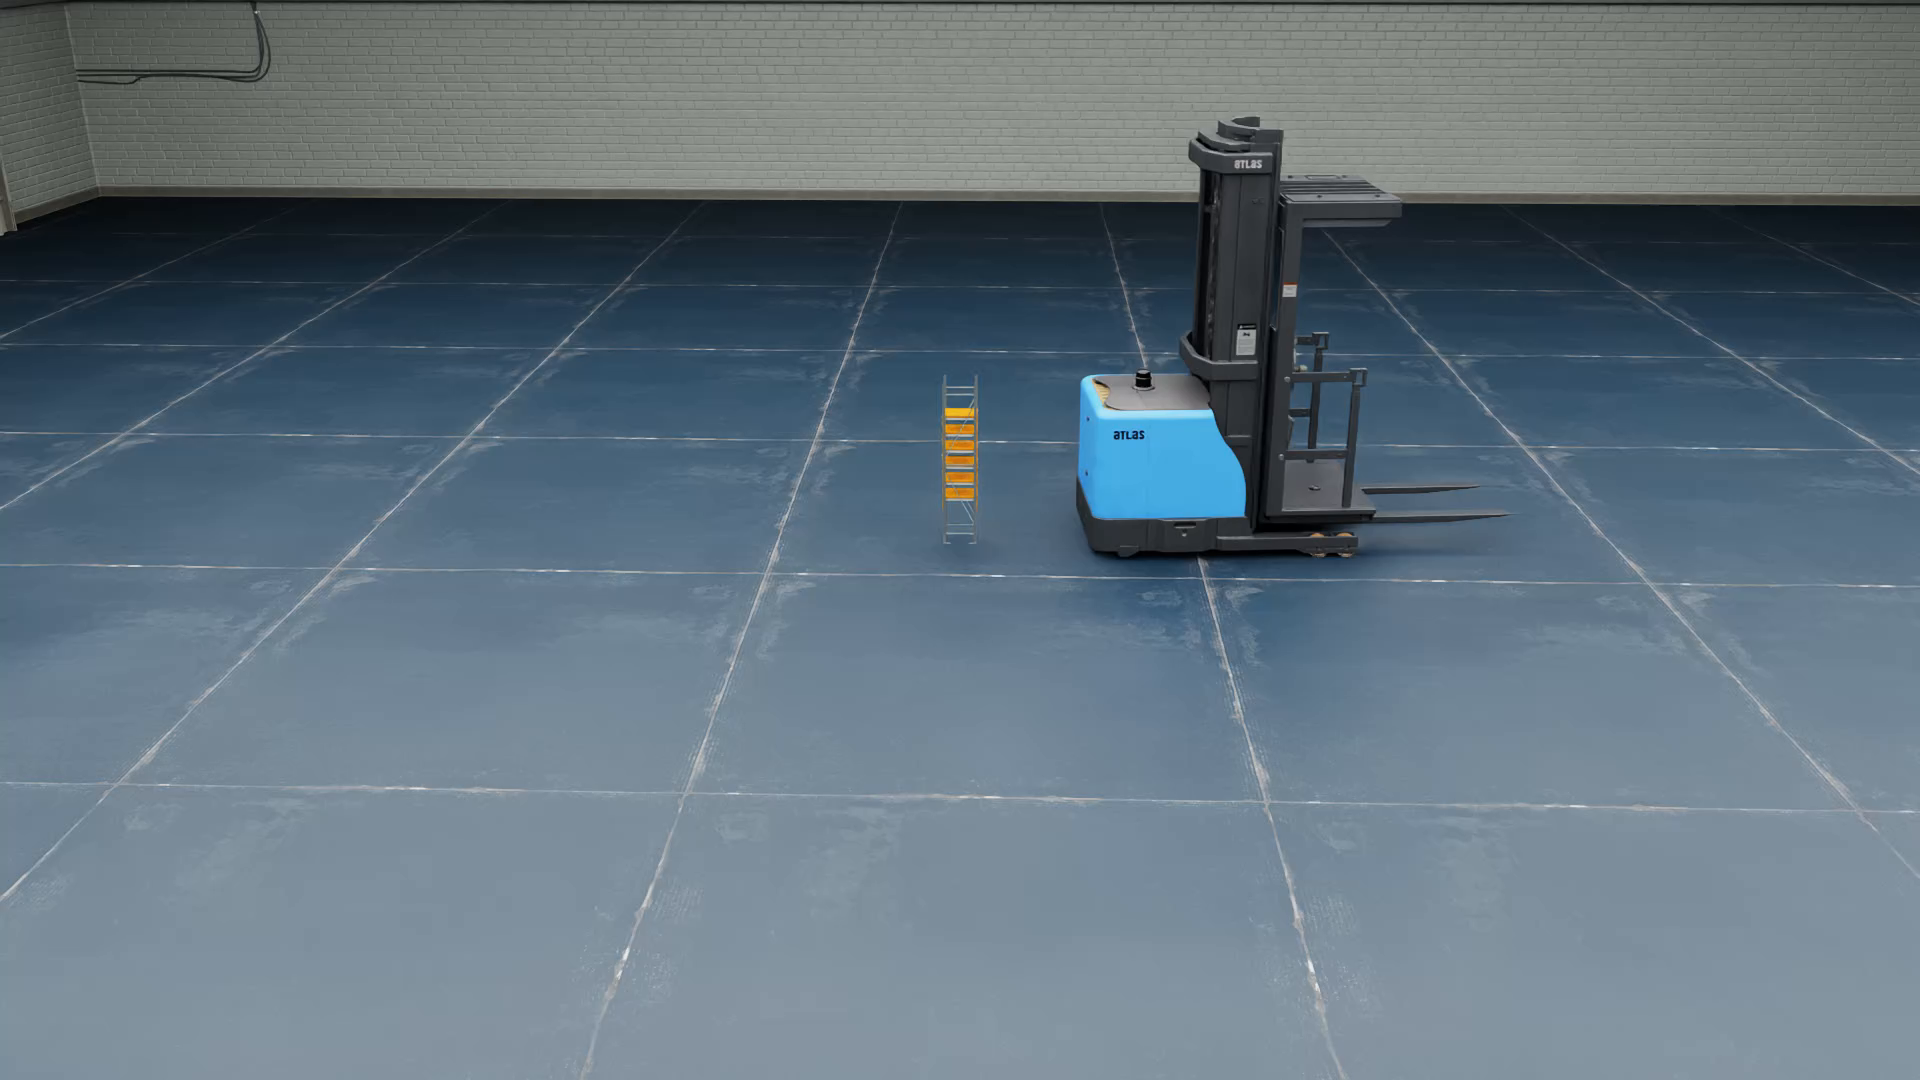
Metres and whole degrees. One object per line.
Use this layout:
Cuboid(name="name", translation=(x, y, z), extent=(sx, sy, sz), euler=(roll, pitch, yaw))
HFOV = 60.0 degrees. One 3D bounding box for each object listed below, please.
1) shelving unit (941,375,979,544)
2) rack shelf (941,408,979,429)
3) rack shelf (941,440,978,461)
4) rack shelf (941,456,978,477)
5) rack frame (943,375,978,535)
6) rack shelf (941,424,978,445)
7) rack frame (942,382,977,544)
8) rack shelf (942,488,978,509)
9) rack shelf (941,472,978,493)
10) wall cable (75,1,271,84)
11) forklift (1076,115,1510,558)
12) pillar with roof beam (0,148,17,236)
Cuboid(name="shelving unit", translation=(0.000, -0.565, 11.825), extent=(0.258, 1.200, 0.189), euler=(1, 21, 2))
Cuboid(name="rack shelf", translation=(0.000, -0.859, 11.711), extent=(0.258, 0.103, 0.180), euler=(1, 21, 2))
Cuboid(name="rack shelf", translation=(0.000, -0.635, 11.798), extent=(0.258, 0.103, 0.180), euler=(1, 21, 2))
Cuboid(name="rack shelf", translation=(0.000, -0.523, 11.841), extent=(0.258, 0.103, 0.180), euler=(1, 21, 2))
Cuboid(name="rack frame", translation=(0.003, -0.598, 11.911), extent=(0.240, 1.200, 0.006), euler=(1, 21, 2))
Cuboid(name="rack shelf", translation=(0.000, -0.747, 11.755), extent=(0.258, 0.103, 0.180), euler=(1, 21, 2))
Cuboid(name="rack frame", translation=(-0.002, -0.532, 11.740), extent=(0.240, 1.200, 0.006), euler=(1, 21, 2))
Cuboid(name="rack shelf", translation=(0.000, -0.299, 11.928), extent=(0.258, 0.103, 0.180), euler=(1, 21, 2))
Cuboid(name="rack shelf", translation=(0.000, -0.411, 11.885), extent=(0.258, 0.103, 0.180), euler=(1, 21, 2))
Cuboid(name="wall cable", translation=(-11.867, -8.042, 24.609), extent=(3.097, 2.526, 0.112), euler=(1, 21, 2))
Cuboid(name="forklift", translation=(2.407, -1.434, 11.674), extent=(3.031, 2.935, 1.130), euler=(-1, 21, -3))
Cuboid(name="pillar with roof beam", translation=(-8.975, -8.392, 21.217), extent=(9.100, 9.000, 0.400), euler=(1, 21, 2))
